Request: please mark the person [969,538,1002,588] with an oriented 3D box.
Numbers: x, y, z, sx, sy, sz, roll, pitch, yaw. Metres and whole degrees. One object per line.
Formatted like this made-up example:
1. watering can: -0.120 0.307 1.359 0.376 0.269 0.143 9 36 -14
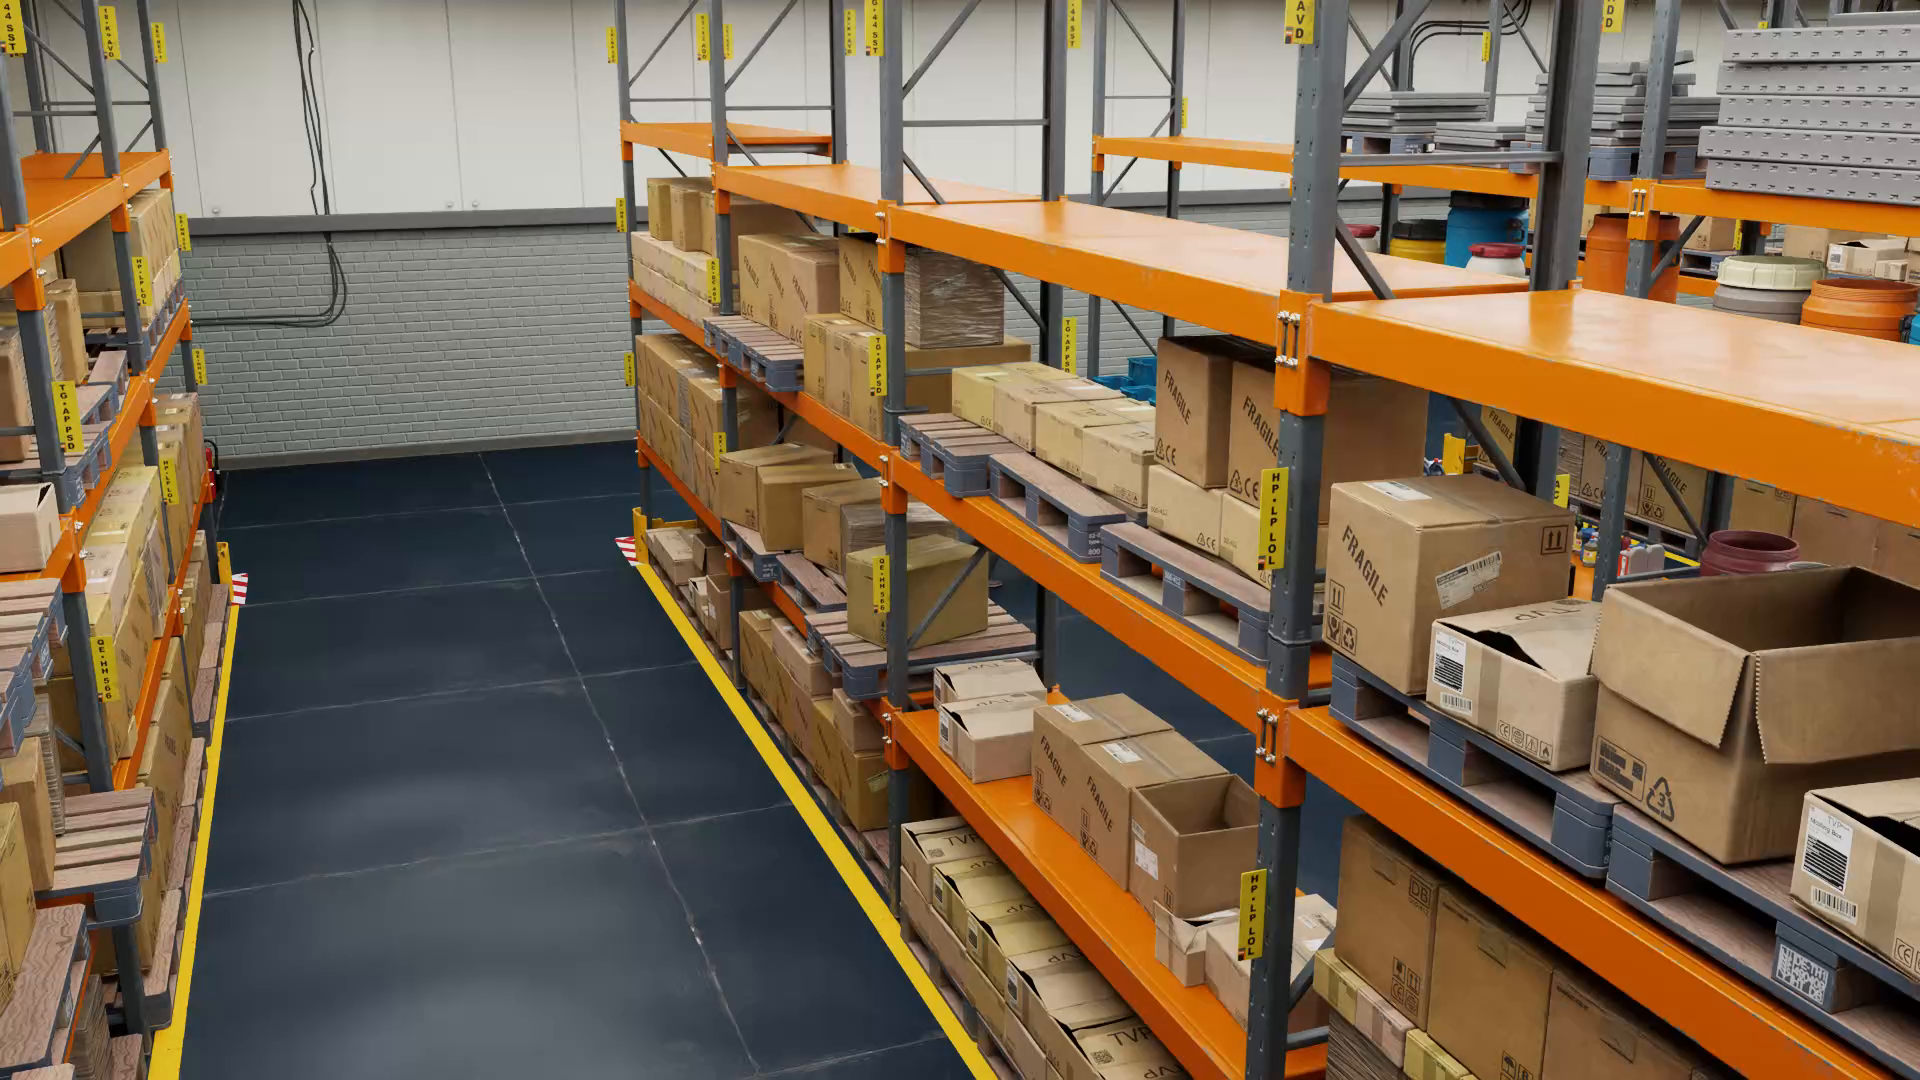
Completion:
1. person: 0.338 -0.119 15.991 0.850 1.104 0.443 -7 17 -23
